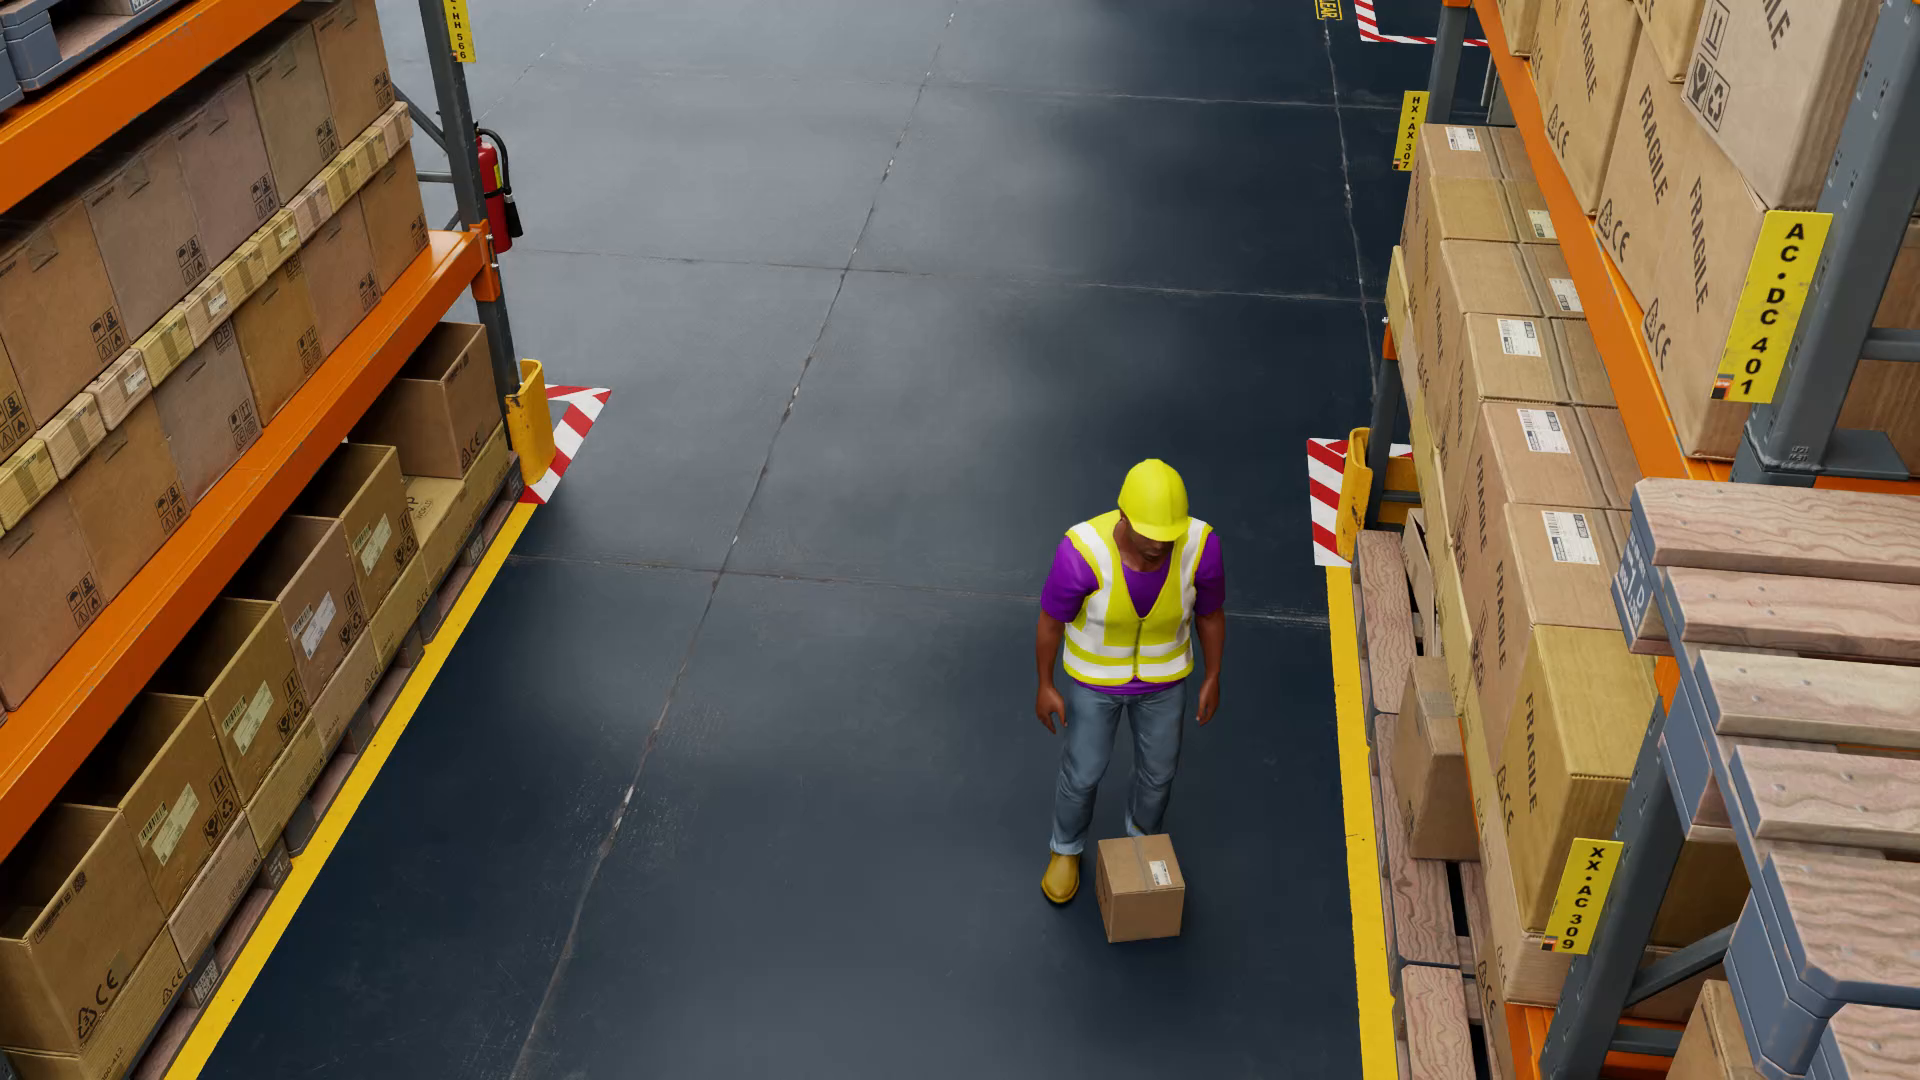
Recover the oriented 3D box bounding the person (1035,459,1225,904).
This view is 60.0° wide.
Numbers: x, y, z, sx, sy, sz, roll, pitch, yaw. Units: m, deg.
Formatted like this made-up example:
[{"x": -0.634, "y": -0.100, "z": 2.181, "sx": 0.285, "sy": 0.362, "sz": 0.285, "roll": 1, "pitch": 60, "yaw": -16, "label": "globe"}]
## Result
[{"x": 0.558, "y": 0.463, "z": 5.492, "sx": 0.628, "sy": 1.761, "sz": 0.456, "roll": -3, "pitch": 36, "yaw": -4, "label": "person"}]
